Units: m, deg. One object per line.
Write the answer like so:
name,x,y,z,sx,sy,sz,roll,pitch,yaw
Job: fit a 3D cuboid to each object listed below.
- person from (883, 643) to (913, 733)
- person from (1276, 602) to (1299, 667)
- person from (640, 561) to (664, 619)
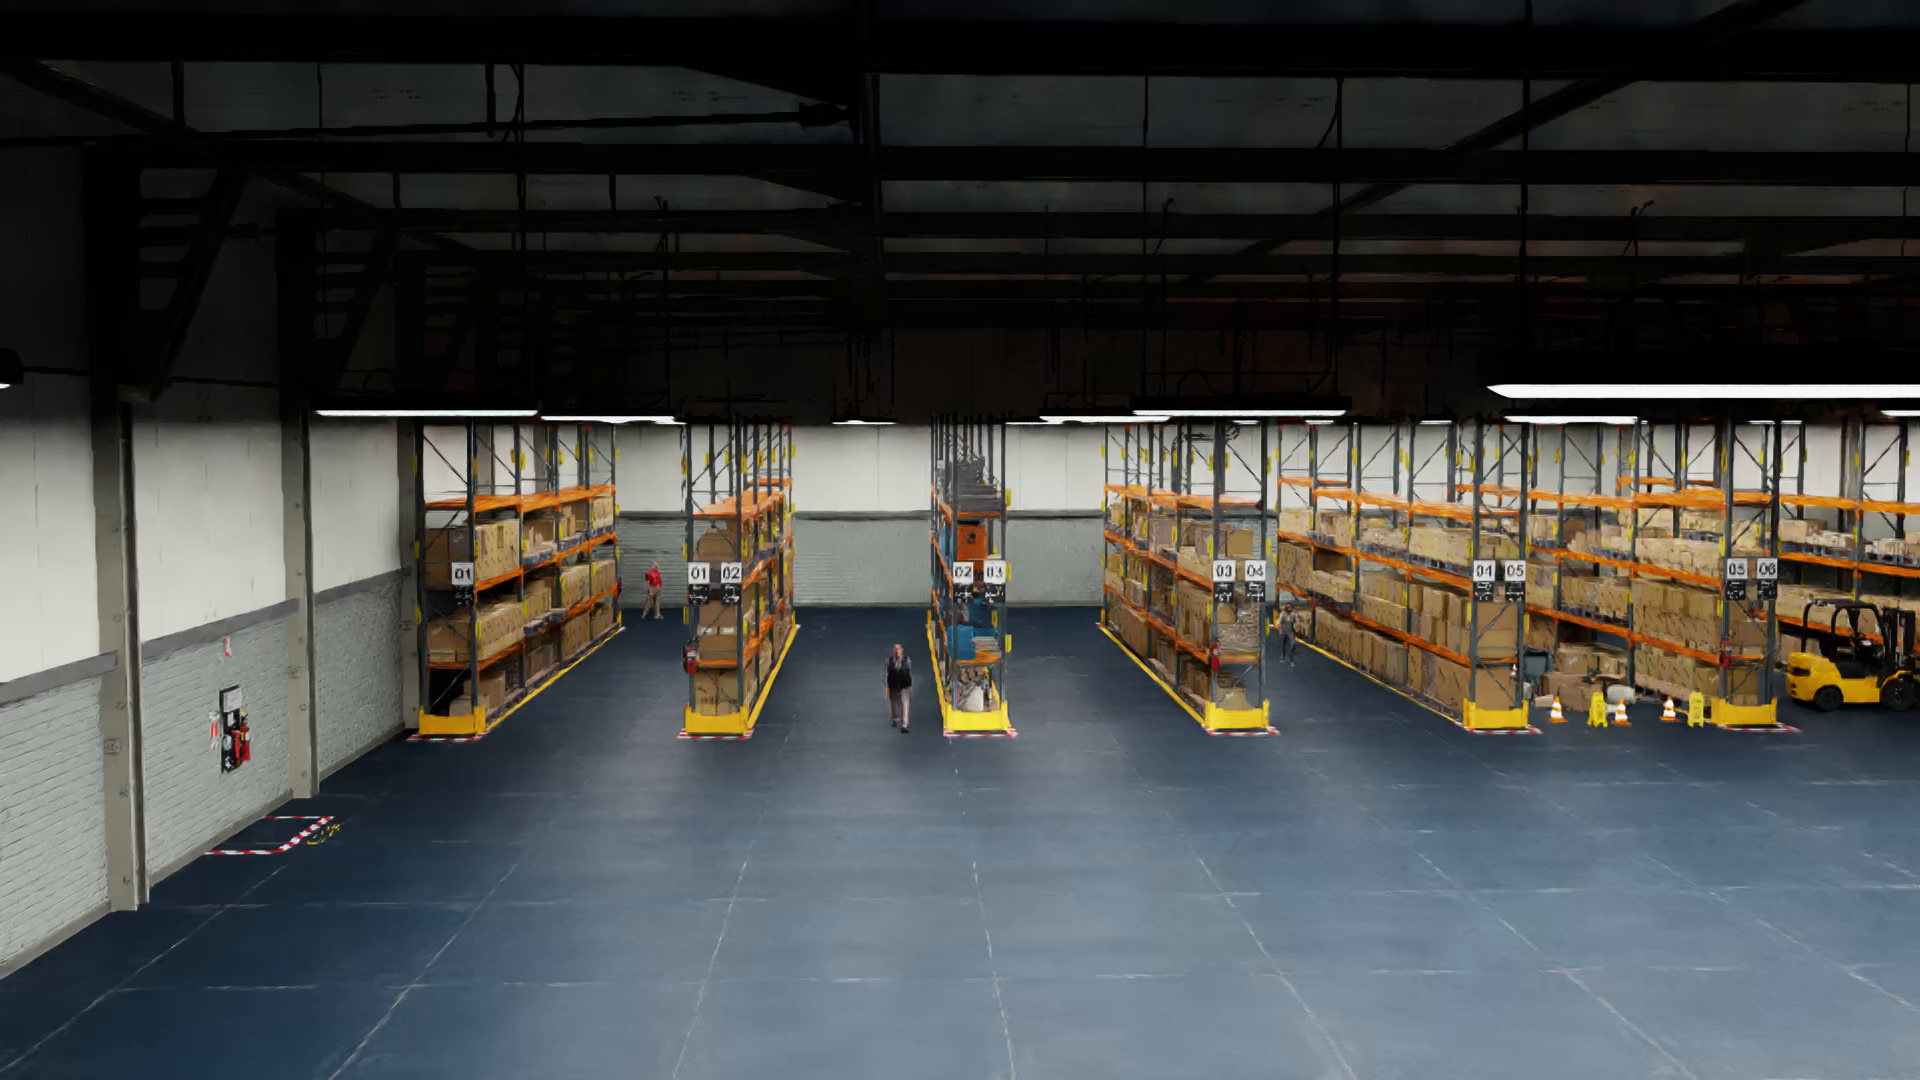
person,-1.170,2.757,31.270,0.544,1.644,1.101,0,4,1
person,7.870,2.256,39.938,0.562,1.499,0.815,0,4,4
person,-9.215,1.491,49.612,0.480,1.726,0.727,3,5,35
